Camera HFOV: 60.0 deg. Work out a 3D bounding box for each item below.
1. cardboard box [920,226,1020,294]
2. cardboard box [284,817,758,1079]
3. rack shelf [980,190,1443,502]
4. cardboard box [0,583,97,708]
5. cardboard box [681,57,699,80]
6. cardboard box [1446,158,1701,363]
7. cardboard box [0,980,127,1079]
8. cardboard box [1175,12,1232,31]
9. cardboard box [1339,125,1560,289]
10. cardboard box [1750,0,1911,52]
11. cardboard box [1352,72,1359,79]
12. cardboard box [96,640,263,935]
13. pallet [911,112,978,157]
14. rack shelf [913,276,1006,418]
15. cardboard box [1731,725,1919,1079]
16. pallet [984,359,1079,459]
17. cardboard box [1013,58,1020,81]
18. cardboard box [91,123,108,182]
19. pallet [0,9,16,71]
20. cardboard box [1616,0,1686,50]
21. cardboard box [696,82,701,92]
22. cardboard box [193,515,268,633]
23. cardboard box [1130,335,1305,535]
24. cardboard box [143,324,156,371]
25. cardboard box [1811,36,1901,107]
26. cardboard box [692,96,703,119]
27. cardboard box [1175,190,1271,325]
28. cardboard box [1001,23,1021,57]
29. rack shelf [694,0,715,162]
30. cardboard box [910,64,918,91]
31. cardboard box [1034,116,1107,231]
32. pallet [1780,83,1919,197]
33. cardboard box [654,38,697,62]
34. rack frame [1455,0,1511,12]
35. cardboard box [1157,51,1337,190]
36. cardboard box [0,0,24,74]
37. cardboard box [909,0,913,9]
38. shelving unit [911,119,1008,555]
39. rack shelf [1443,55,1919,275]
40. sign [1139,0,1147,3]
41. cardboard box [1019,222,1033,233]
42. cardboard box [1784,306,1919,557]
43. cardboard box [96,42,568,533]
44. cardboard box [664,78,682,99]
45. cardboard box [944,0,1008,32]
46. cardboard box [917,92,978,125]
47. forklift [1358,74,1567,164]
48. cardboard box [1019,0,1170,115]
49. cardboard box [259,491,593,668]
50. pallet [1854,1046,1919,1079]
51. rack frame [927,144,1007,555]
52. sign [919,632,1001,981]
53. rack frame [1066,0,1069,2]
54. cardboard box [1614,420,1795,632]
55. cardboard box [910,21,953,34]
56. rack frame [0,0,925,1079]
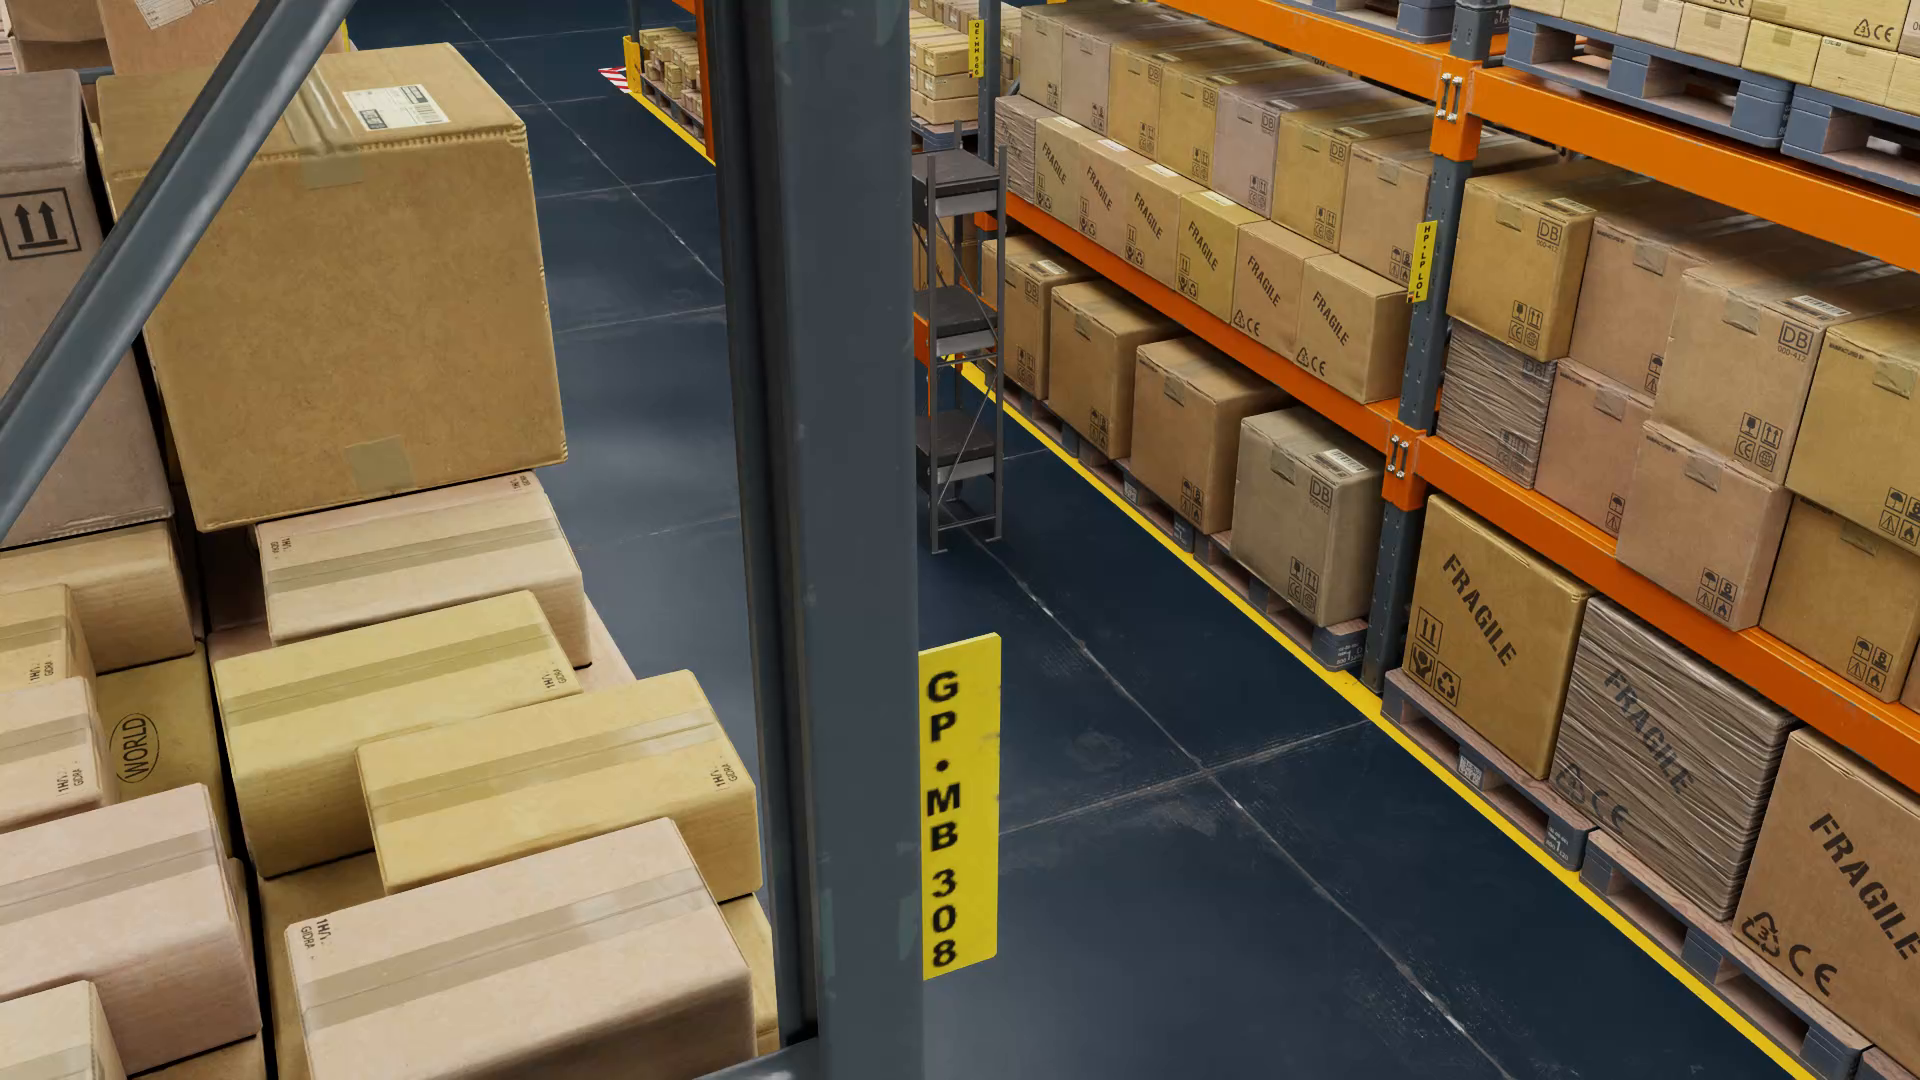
[{"bbox_3d":[0.065,-1.833,11.078,0.500,0.500,0.500,-13,32,-22],"label":"cardboard box"},{"bbox_3d":[-0.414,0.440,1.578,0.380,0.149,0.250,-13,32,-22],"label":"cardboard box"},{"bbox_3d":[1.442,-1.307,8.749,1.077,0.370,4.000,-13,32,-22],"label":"rack shelf"},{"bbox_3d":[-1.257,0.209,1.989,0.380,0.149,0.250,-13,32,-22],"label":"cardboard box"},{"bbox_3d":[-2.350,-4.357,15.331,0.380,0.149,0.250,-13,32,-21],"label":"cardboard box"},{"bbox_3d":[2.428,-1.103,6.393,0.875,0.550,0.550,-13,32,-22],"label":"cardboard box"},{"bbox_3d":[-0.906,0.553,1.376,0.380,0.149,0.250,-13,32,-22],"label":"cardboard box"},{"bbox_3d":[2.736,-5.116,16.997,0.875,0.438,0.875,-14,32,-23],"label":"cardboard box"},{"bbox_3d":[2.083,-1.435,7.118,0.700,0.500,0.500,-14,32,-23],"label":"cardboard box"},{"bbox_3d":[2.693,-1.616,4.817,0.500,0.250,0.500,-13,32,-23],"label":"cardboard box"},{"bbox_3d":[4.027,-3.957,14.483,0.875,0.875,0.875,-12,31,-21],"label":"cardboard box"},{"bbox_3d":[-1.158,0.404,2.049,0.500,0.250,0.500,-13,32,-22],"label":"cardboard box"},{"bbox_3d":[0.182,-2.713,10.717,1.213,0.211,1.003,-13,32,-22],"label":"pallet"},{"bbox_3d":[-0.071,-0.977,8.374,0.431,0.518,0.480,-13,32,-22],"label":"rack shelf"},{"bbox_3d":[3.288,1.099,5.465,0.875,0.875,0.875,-14,32,-23],"label":"cardboard box"},{"bbox_3d":[0.854,-0.924,10.182,1.003,0.211,1.213,-13,32,-22],"label":"pallet"},{"bbox_3d":[0.558,-2.963,10.491,0.380,0.149,0.250,-12,31,-20],"label":"cardboard box"},{"bbox_3d":[-2.185,-0.846,3.870,0.380,0.149,0.250,-15,32,-24],"label":"cardboard box"},{"bbox_3d":[-2.839,-1.719,5.874,1.213,0.211,1.003,-13,32,-22],"label":"pallet"},{"bbox_3d":[2.369,-1.706,5.384,0.380,0.149,0.250,-13,32,-22],"label":"cardboard box"},{"bbox_3d":[-2.240,-4.255,15.453,0.380,0.149,0.250,-11,31,-19],"label":"cardboard box"},{"bbox_3d":[-0.914,0.070,2.644,0.500,0.250,0.500,-13,32,-22],"label":"cardboard box"},{"bbox_3d":[1.543,-0.621,8.662,1.050,0.750,0.750,-13,32,-22],"label":"cardboard box"},{"bbox_3d":[-1.825,-0.276,3.262,0.500,0.250,0.500,-14,32,-24],"label":"cardboard box"},{"bbox_3d":[2.699,-1.368,4.782,0.380,0.149,0.250,-13,32,-22],"label":"cardboard box"},{"bbox_3d":[-2.239,-3.999,15.299,0.380,0.149,0.250,-13,32,-22],"label":"cardboard box"},{"bbox_3d":[1.402,-1.402,8.080,0.500,0.500,0.500,-13,32,-21],"label":"cardboard box"},{"bbox_3d":[0.443,-3.200,10.609,0.380,0.149,0.250,-14,32,-23],"label":"cardboard box"},{"bbox_3d":[-1.363,-1.158,2.354,1.077,0.370,4.000,-13,32,-22],"label":"rack shelf"},{"bbox_3d":[-0.156,-2.948,10.463,0.380,0.149,0.250,-12,31,-20],"label":"cardboard box"},{"bbox_3d":[0.753,-2.069,9.270,0.500,0.500,0.500,-13,32,-22],"label":"cardboard box"},{"bbox_3d":[3.163,-1.105,4.678,1.003,0.211,1.213,-13,32,-22],"label":"pallet"},{"bbox_3d":[-2.713,-4.700,15.941,0.380,0.149,0.250,-13,32,-22],"label":"cardboard box"},{"bbox_3d":[2.301,-3.354,5.530,1.000,3.000,0.127,-13,32,-22],"label":"rack frame"},{"bbox_3d":[1.428,-2.108,8.319,0.700,0.500,0.500,-13,32,-22],"label":"cardboard box"},{"bbox_3d":[-2.716,-1.567,5.120,0.396,0.266,0.258,-12,31,-20],"label":"cardboard box"},{"bbox_3d":[-0.226,-3.892,11.843,0.380,0.149,0.250,-15,32,-24],"label":"cardboard box"},{"bbox_3d":[-0.071,-0.989,8.367,0.431,2.100,0.503,-13,32,-22],"label":"shelving unit"},{"bbox_3d":[3.160,-0.848,4.865,1.077,0.370,4.000,-13,32,-22],"label":"rack shelf"},{"bbox_3d":[1.084,-3.127,10.076,0.100,0.325,0.005,-13,32,-22],"label":"sign"},{"bbox_3d":[0.506,-2.280,11.108,0.500,0.250,0.500,-15,32,-24],"label":"cardboard box"},{"bbox_3d":[3.112,-0.385,5.112,0.875,0.550,0.500,-13,32,-22],"label":"cardboard box"},{"bbox_3d":[-0.898,-0.386,2.387,0.500,0.500,0.500,-13,32,-22],"label":"cardboard box"},{"bbox_3d":[-2.605,-4.336,15.902,0.380,0.149,0.250,-13,32,-21],"label":"cardboard box"},{"bbox_3d":[0.110,-3.546,11.226,0.380,0.149,0.250,-12,31,-20],"label":"cardboard box"},{"bbox_3d":[-0.043,-2.699,10.324,0.380,0.149,0.250,-13,32,-21],"label":"cardboard box"},{"bbox_3d":[3.278,-2.573,10.342,3.031,2.935,1.130,24,37,36],"label":"forklift"},{"bbox_3d":[0.767,-2.783,9.522,0.700,0.500,0.500,-13,32,-22],"label":"cardboard box"},{"bbox_3d":[-0.710,0.084,2.213,0.380,0.149,0.250,-12,31,-20],"label":"cardboard box"},{"bbox_3d":[3.604,1.909,5.129,1.003,0.211,1.213,-13,32,-22],"label":"pallet"},{"bbox_3d":[0.034,-0.881,8.175,0.400,2.100,0.015,-13,32,-22],"label":"rack frame"},{"bbox_3d":[-0.015,0.223,1.325,0.100,0.325,0.005,-13,32,-22],"label":"sign"},{"bbox_3d":[1.577,-7.122,18.384,1.000,3.000,0.127,-13,32,-22],"label":"rack frame"},{"bbox_3d":[2.852,-0.141,5.781,0.875,0.550,0.550,-13,32,-22],"label":"cardboard box"},{"bbox_3d":[-0.259,-3.185,10.581,0.380,0.149,0.250,-12,31,-20],"label":"cardboard box"},{"bbox_3d":[-0.502,-0.591,0.603,0.949,2.616,0.053,-13,32,-22],"label":"rack frame"}]
